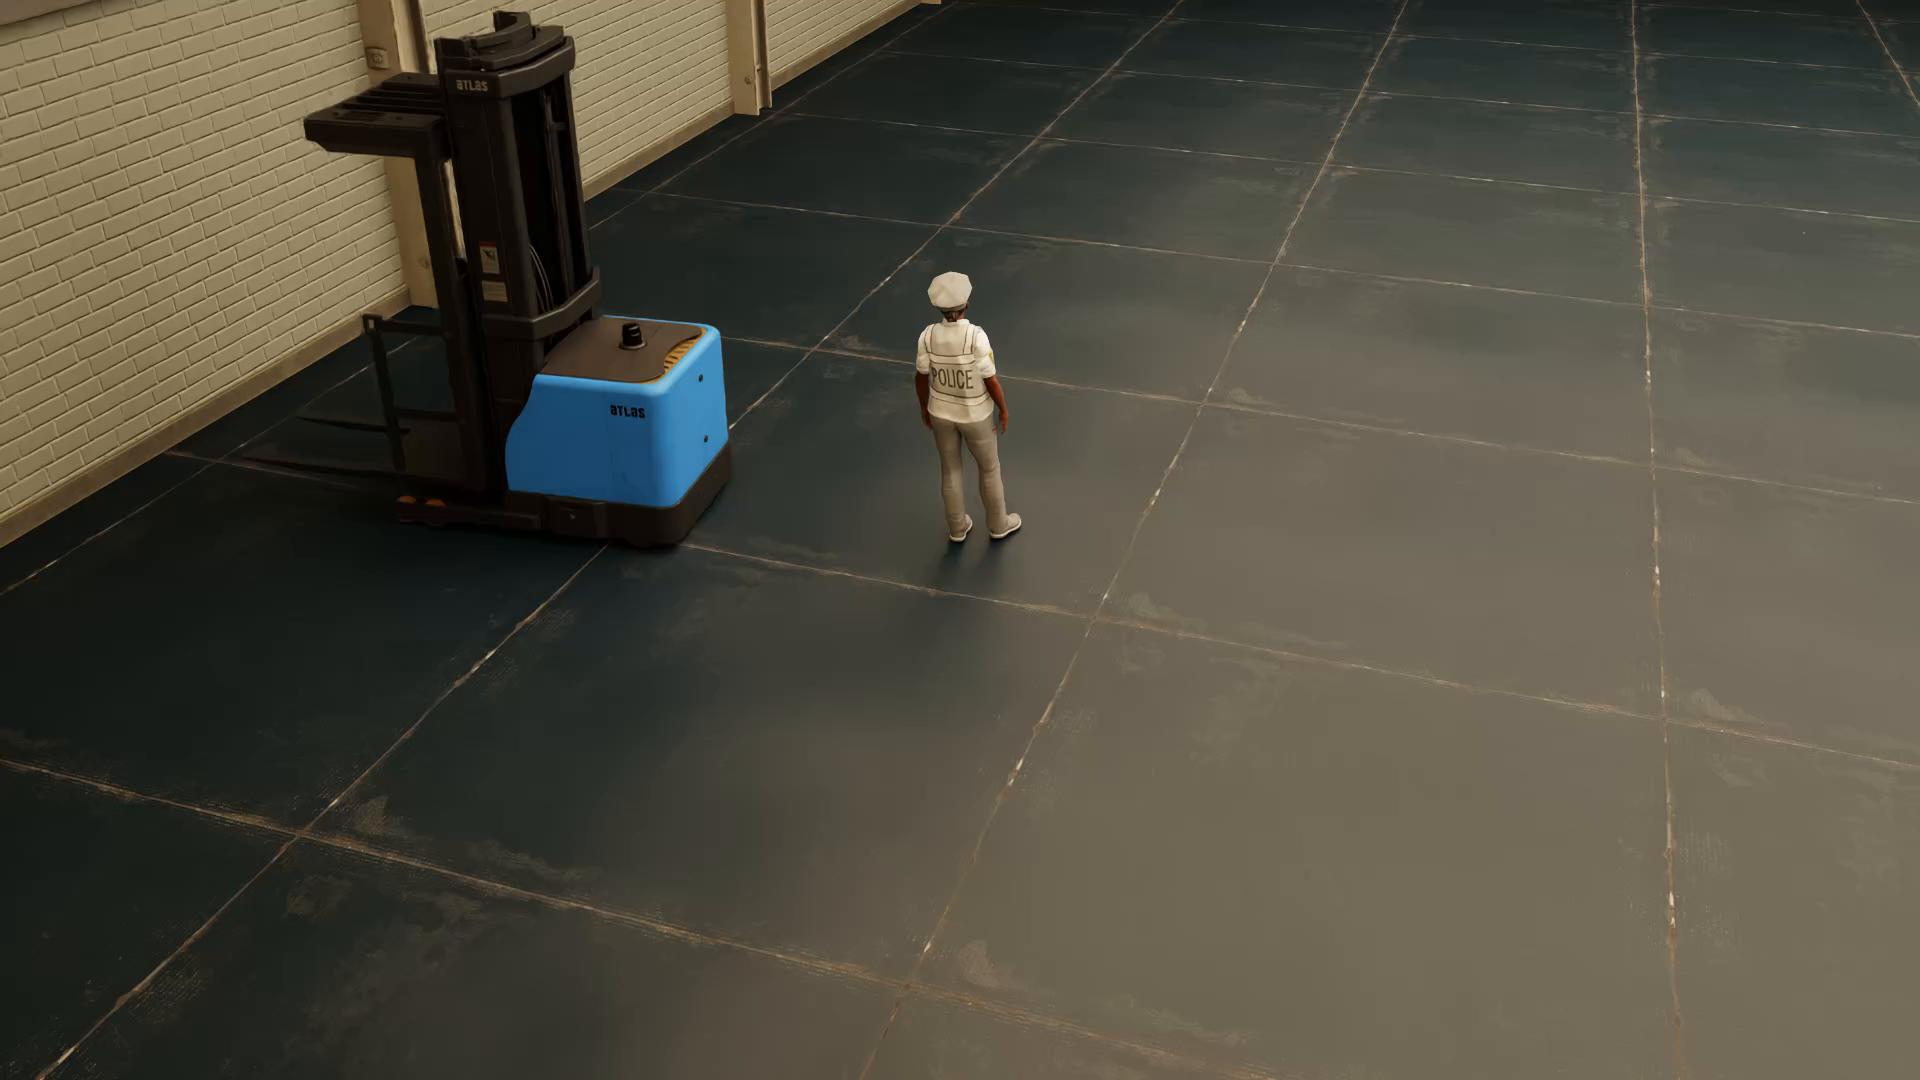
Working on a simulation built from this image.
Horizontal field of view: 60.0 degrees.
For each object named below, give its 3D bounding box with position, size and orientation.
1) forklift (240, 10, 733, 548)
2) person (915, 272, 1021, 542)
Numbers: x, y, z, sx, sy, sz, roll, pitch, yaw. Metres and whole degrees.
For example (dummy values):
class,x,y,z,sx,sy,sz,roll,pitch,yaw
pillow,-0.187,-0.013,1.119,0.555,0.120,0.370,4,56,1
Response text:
class,x,y,z,sx,sy,sz,roll,pitch,yaw
forklift,-3.035,-1.603,9.949,3.031,2.935,1.130,7,30,12
person,0.043,-0.774,9.729,0.570,1.695,0.530,10,31,16
